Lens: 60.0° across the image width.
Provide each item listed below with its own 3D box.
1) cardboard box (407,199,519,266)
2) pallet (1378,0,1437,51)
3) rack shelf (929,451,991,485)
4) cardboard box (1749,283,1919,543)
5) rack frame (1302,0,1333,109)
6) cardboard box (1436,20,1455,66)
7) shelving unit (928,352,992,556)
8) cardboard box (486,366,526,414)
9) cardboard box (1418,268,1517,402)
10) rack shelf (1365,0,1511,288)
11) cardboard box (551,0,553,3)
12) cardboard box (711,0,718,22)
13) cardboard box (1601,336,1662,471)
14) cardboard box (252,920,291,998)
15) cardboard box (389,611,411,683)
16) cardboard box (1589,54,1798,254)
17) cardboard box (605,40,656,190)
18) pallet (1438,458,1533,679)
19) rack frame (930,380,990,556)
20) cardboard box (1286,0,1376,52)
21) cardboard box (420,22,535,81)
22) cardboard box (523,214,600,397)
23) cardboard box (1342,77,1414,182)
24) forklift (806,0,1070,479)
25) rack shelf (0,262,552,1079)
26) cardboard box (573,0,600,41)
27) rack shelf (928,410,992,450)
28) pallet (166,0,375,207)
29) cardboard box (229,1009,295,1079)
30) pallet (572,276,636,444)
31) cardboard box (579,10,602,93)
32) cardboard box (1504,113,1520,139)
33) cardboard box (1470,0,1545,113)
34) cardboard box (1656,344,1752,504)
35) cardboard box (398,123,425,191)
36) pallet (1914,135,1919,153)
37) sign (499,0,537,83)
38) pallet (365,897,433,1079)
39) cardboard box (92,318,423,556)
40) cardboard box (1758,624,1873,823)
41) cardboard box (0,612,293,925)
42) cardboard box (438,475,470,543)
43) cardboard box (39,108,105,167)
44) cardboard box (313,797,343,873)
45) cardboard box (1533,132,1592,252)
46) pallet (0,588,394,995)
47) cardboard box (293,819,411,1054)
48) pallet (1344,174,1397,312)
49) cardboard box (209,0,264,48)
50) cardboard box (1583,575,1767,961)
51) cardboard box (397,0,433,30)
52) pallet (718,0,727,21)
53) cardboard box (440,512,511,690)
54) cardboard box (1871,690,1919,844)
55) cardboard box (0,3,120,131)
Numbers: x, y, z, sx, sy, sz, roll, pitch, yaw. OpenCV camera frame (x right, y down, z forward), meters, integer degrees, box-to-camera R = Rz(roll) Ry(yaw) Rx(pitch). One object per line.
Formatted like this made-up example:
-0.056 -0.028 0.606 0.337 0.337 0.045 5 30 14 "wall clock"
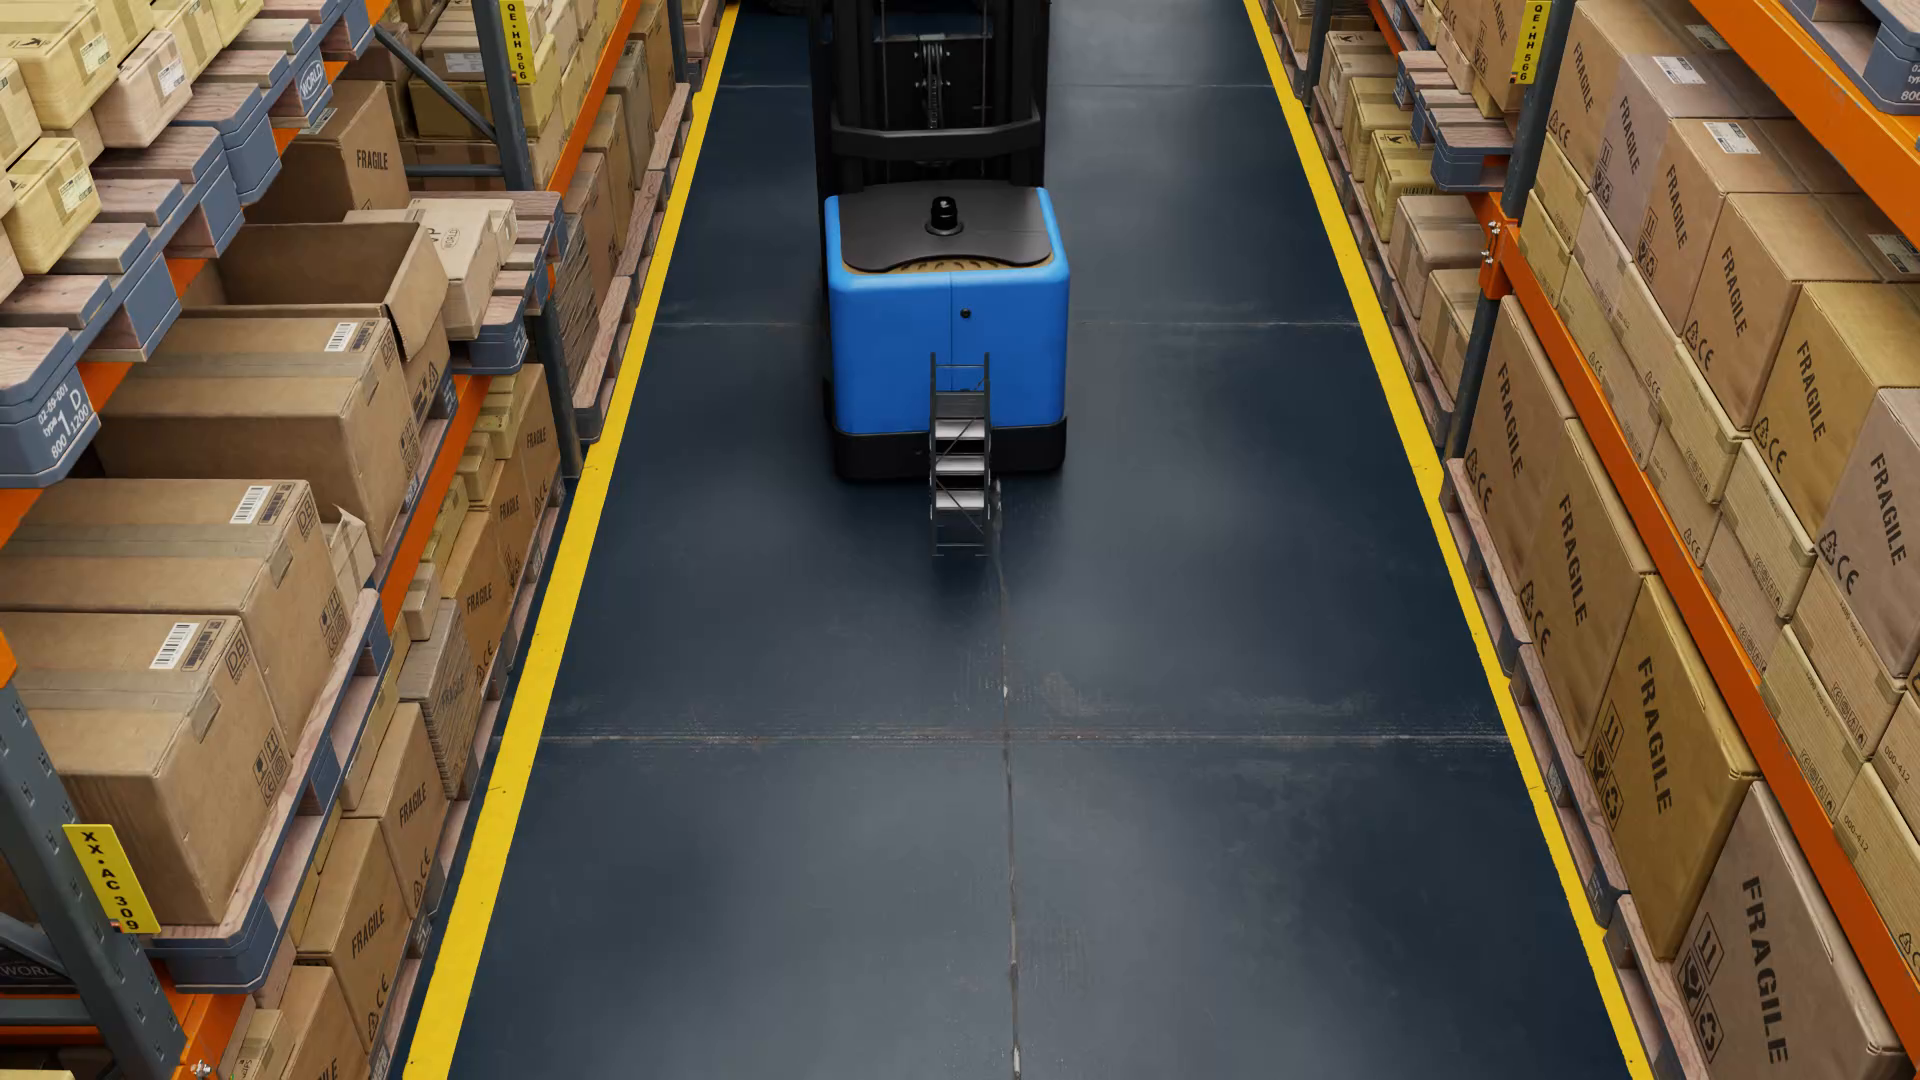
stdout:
-1.853 -1.136 6.133 0.380 0.149 0.250 1 39 1 "cardboard box"
2.683 -2.649 8.311 1.003 0.211 1.213 0 39 0 "pallet"
0.000 -0.320 6.983 0.258 0.077 0.200 0 39 0 "rack shelf"
2.490 -0.334 4.388 0.500 0.500 0.500 1 39 1 "cardboard box"
2.722 -3.988 9.827 1.000 3.000 0.127 0 39 0 "rack frame"
2.380 -2.239 7.511 0.380 0.149 0.250 -2 39 -2 "cardboard box"
0.000 -0.346 6.962 0.258 0.900 0.210 0 39 0 "shelving unit"
-1.984 -0.613 6.761 0.380 0.149 0.250 -2 39 -2 "cardboard box"
2.736 -0.978 7.837 0.950 0.372 0.625 -2 39 -3 "cardboard box"
2.724 -2.456 8.492 1.077 0.370 4.000 0 39 0 "rack shelf"
-1.984 -2.463 7.326 0.380 0.149 0.250 0 39 0 "cardboard box"
-1.928 -3.693 11.322 0.500 0.250 0.500 -1 39 -1 "cardboard box"
2.488 -0.472 5.561 0.500 0.250 0.500 1 39 1 "cardboard box"
-2.015 1.077 4.415 0.380 0.149 0.250 -2 39 -2 "cardboard box"
-2.061 0.370 5.534 0.380 0.149 0.250 0 39 0 "cardboard box"
2.492 -1.297 5.590 0.500 0.500 0.500 0 39 0 "cardboard box"
-2.237 -2.407 9.418 0.875 0.625 0.625 0 39 0 "cardboard box"
2.652 0.095 6.963 1.003 0.211 1.213 0 39 0 "pallet"
0.000 -0.282 6.883 0.240 0.900 0.006 0 39 0 "rack frame"
2.452 -3.448 11.017 0.500 0.250 0.500 2 39 2 "cardboard box"
-1.943 -1.972 6.713 0.380 0.149 0.250 1 39 1 "cardboard box"
-2.225 -1.108 7.797 0.875 0.625 0.625 1 39 1 "cardboard box"
2.729 -2.348 9.547 0.950 0.372 0.625 2 39 3 "cardboard box"
-0.164 -2.326 7.808 1.130 2.935 3.031 -3 39 -4 "forklift"
-2.235 0.051 5.363 1.077 0.370 4.000 0 39 0 "rack shelf"
-1.976 -2.535 7.735 0.500 0.250 0.500 -1 39 -1 "cardboard box"
0.000 -0.461 6.871 0.258 0.077 0.200 0 39 0 "rack shelf"
-2.168 -1.132 4.016 1.213 0.211 1.003 0 39 0 "pallet"
-1.967 1.355 4.305 0.380 0.149 0.250 2 39 2 "cardboard box"
-2.199 -0.907 8.213 1.003 0.211 1.213 0 39 0 "pallet"
-1.997 -2.336 7.886 0.500 0.250 0.500 -1 39 -2 "cardboard box"
2.490 -1.757 6.909 0.380 0.149 0.250 1 39 2 "cardboard box"
2.448 -2.089 6.805 0.500 0.500 0.500 -1 39 -1 "cardboard box"
2.455 -0.354 5.013 0.500 0.250 0.500 1 39 1 "cardboard box"
-2.494 -1.703 7.096 0.500 0.250 0.500 -1 39 -1 "cardboard box"
2.680 -0.654 3.422 0.805 0.209 1.217 -1 39 -2 "pallet"
-1.695 -1.907 6.369 0.100 0.325 0.005 0 39 0 "sign"
-2.272 1.601 5.084 1.003 0.211 1.213 0 39 0 "pallet"
-2.011 -0.299 4.809 0.700 0.500 0.500 0 39 0 "cardboard box"
2.479 0.475 4.379 0.500 0.250 0.500 -1 39 -1 "cardboard box"
-2.010 0.516 3.792 0.700 0.500 0.500 1 39 1 "cardboard box"
-2.041 -0.113 6.136 0.380 0.149 0.250 1 39 1 "cardboard box"
-1.899 -0.762 3.188 0.380 0.149 0.250 0 39 0 "cardboard box"
-2.070 0.850 4.935 0.380 0.149 0.250 -1 39 -1 "cardboard box"
2.480 -1.306 6.201 0.500 0.250 0.500 0 39 0 "cardboard box"
-2.125 0.596 4.261 1.003 0.211 1.213 0 39 0 "pallet"
-2.019 1.197 5.021 0.500 0.500 0.500 -1 39 -1 "cardboard box"
2.728 -1.648 9.137 1.003 0.211 1.213 0 39 0 "pallet"
-1.830 -1.239 3.784 0.380 0.149 0.250 1 39 1 "cardboard box"
2.641 0.728 5.306 0.875 0.875 0.875 1 39 1 "cardboard box"
-2.492 -2.301 7.124 0.380 0.149 0.250 0 39 0 "cardboard box"
-2.205 -4.156 12.267 1.003 0.211 1.213 0 39 0 "pallet"
-2.029 0.236 6.220 0.500 0.500 0.500 2 39 2 "cardboard box"
2.487 0.603 3.819 0.500 0.250 0.500 0 39 0 "cardboard box"
-1.824 -0.883 3.102 0.380 0.149 0.250 -1 39 -1 "cardboard box"
